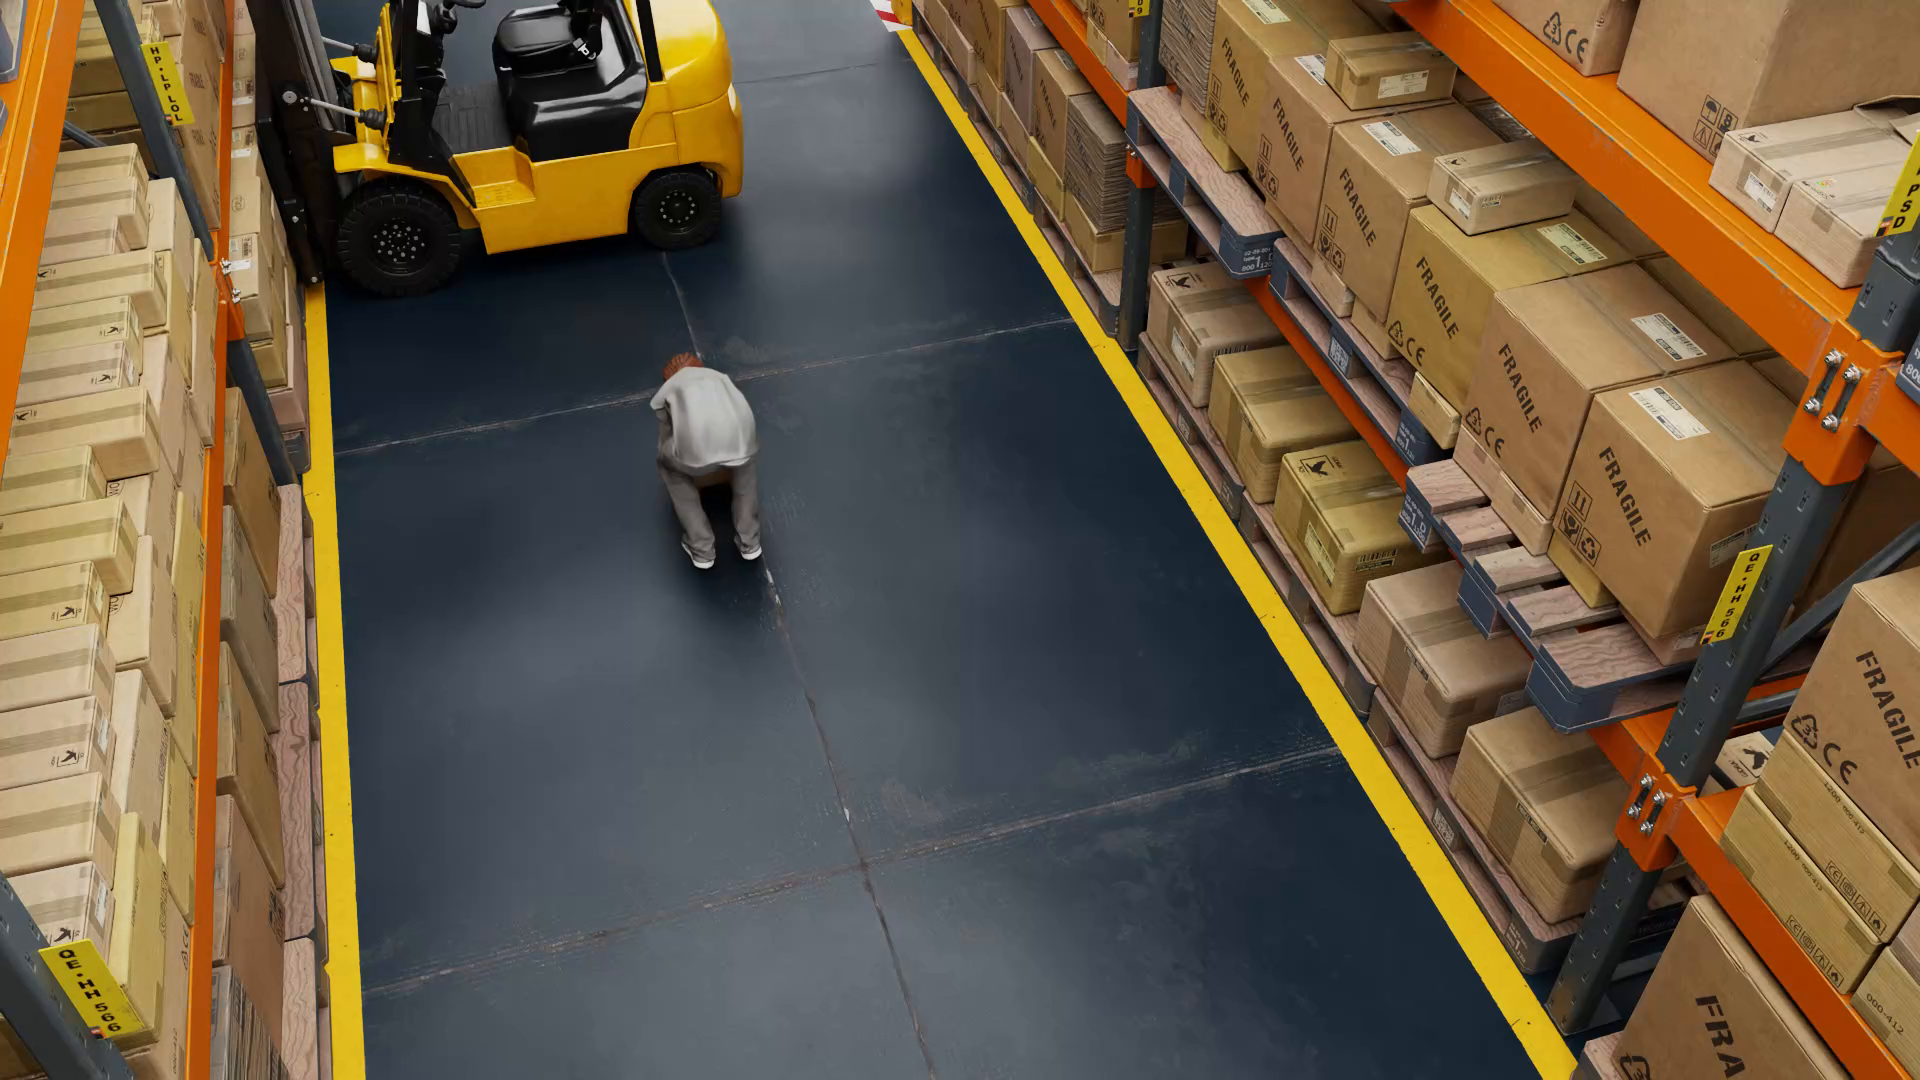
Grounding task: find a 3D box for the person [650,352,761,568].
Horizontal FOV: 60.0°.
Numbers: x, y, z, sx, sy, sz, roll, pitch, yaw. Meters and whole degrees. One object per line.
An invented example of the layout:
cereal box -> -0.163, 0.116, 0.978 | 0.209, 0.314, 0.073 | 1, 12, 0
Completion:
person -> -1.090, -0.385, 7.108 | 0.422, 0.883, 0.853 | -14, 45, -15
